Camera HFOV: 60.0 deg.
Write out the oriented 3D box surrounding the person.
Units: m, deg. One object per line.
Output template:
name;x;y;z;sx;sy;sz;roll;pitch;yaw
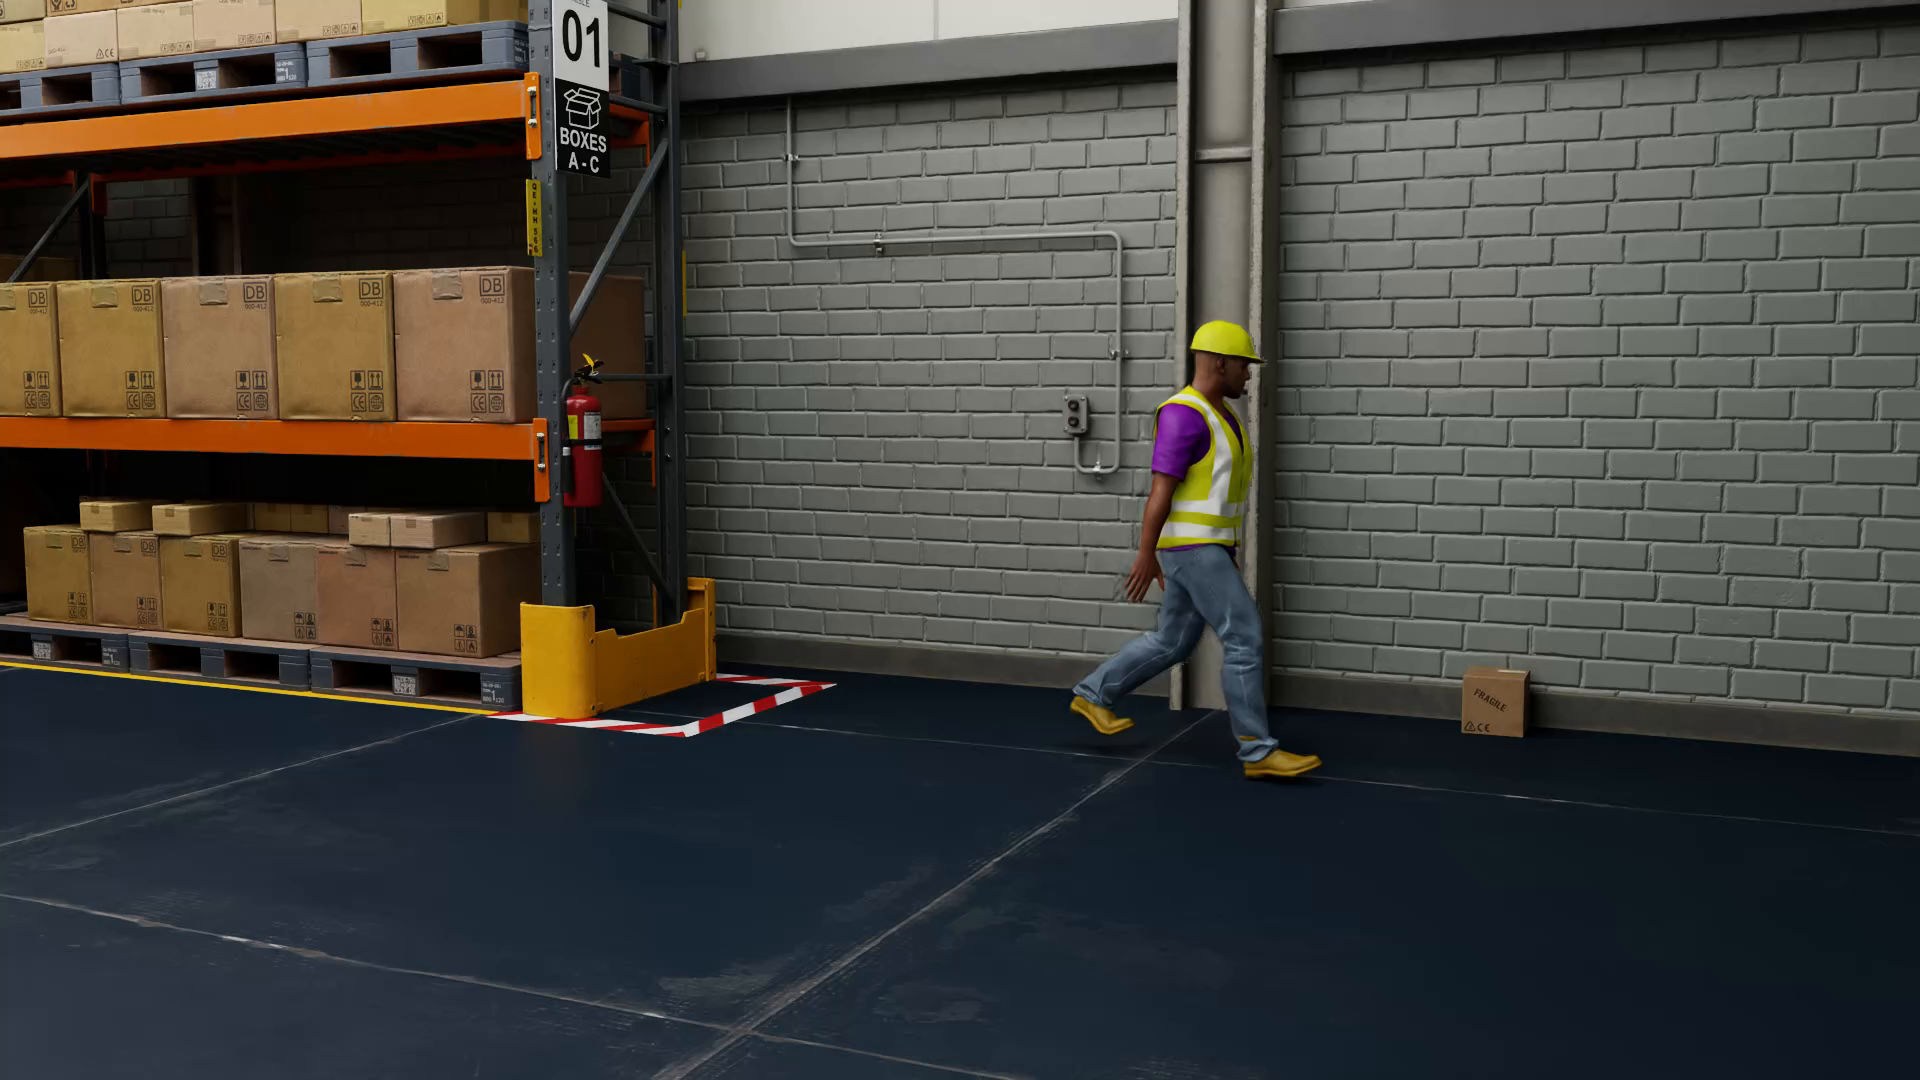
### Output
person;0.897;0.021;6.396;1.080;1.720;0.670;2;6;24
